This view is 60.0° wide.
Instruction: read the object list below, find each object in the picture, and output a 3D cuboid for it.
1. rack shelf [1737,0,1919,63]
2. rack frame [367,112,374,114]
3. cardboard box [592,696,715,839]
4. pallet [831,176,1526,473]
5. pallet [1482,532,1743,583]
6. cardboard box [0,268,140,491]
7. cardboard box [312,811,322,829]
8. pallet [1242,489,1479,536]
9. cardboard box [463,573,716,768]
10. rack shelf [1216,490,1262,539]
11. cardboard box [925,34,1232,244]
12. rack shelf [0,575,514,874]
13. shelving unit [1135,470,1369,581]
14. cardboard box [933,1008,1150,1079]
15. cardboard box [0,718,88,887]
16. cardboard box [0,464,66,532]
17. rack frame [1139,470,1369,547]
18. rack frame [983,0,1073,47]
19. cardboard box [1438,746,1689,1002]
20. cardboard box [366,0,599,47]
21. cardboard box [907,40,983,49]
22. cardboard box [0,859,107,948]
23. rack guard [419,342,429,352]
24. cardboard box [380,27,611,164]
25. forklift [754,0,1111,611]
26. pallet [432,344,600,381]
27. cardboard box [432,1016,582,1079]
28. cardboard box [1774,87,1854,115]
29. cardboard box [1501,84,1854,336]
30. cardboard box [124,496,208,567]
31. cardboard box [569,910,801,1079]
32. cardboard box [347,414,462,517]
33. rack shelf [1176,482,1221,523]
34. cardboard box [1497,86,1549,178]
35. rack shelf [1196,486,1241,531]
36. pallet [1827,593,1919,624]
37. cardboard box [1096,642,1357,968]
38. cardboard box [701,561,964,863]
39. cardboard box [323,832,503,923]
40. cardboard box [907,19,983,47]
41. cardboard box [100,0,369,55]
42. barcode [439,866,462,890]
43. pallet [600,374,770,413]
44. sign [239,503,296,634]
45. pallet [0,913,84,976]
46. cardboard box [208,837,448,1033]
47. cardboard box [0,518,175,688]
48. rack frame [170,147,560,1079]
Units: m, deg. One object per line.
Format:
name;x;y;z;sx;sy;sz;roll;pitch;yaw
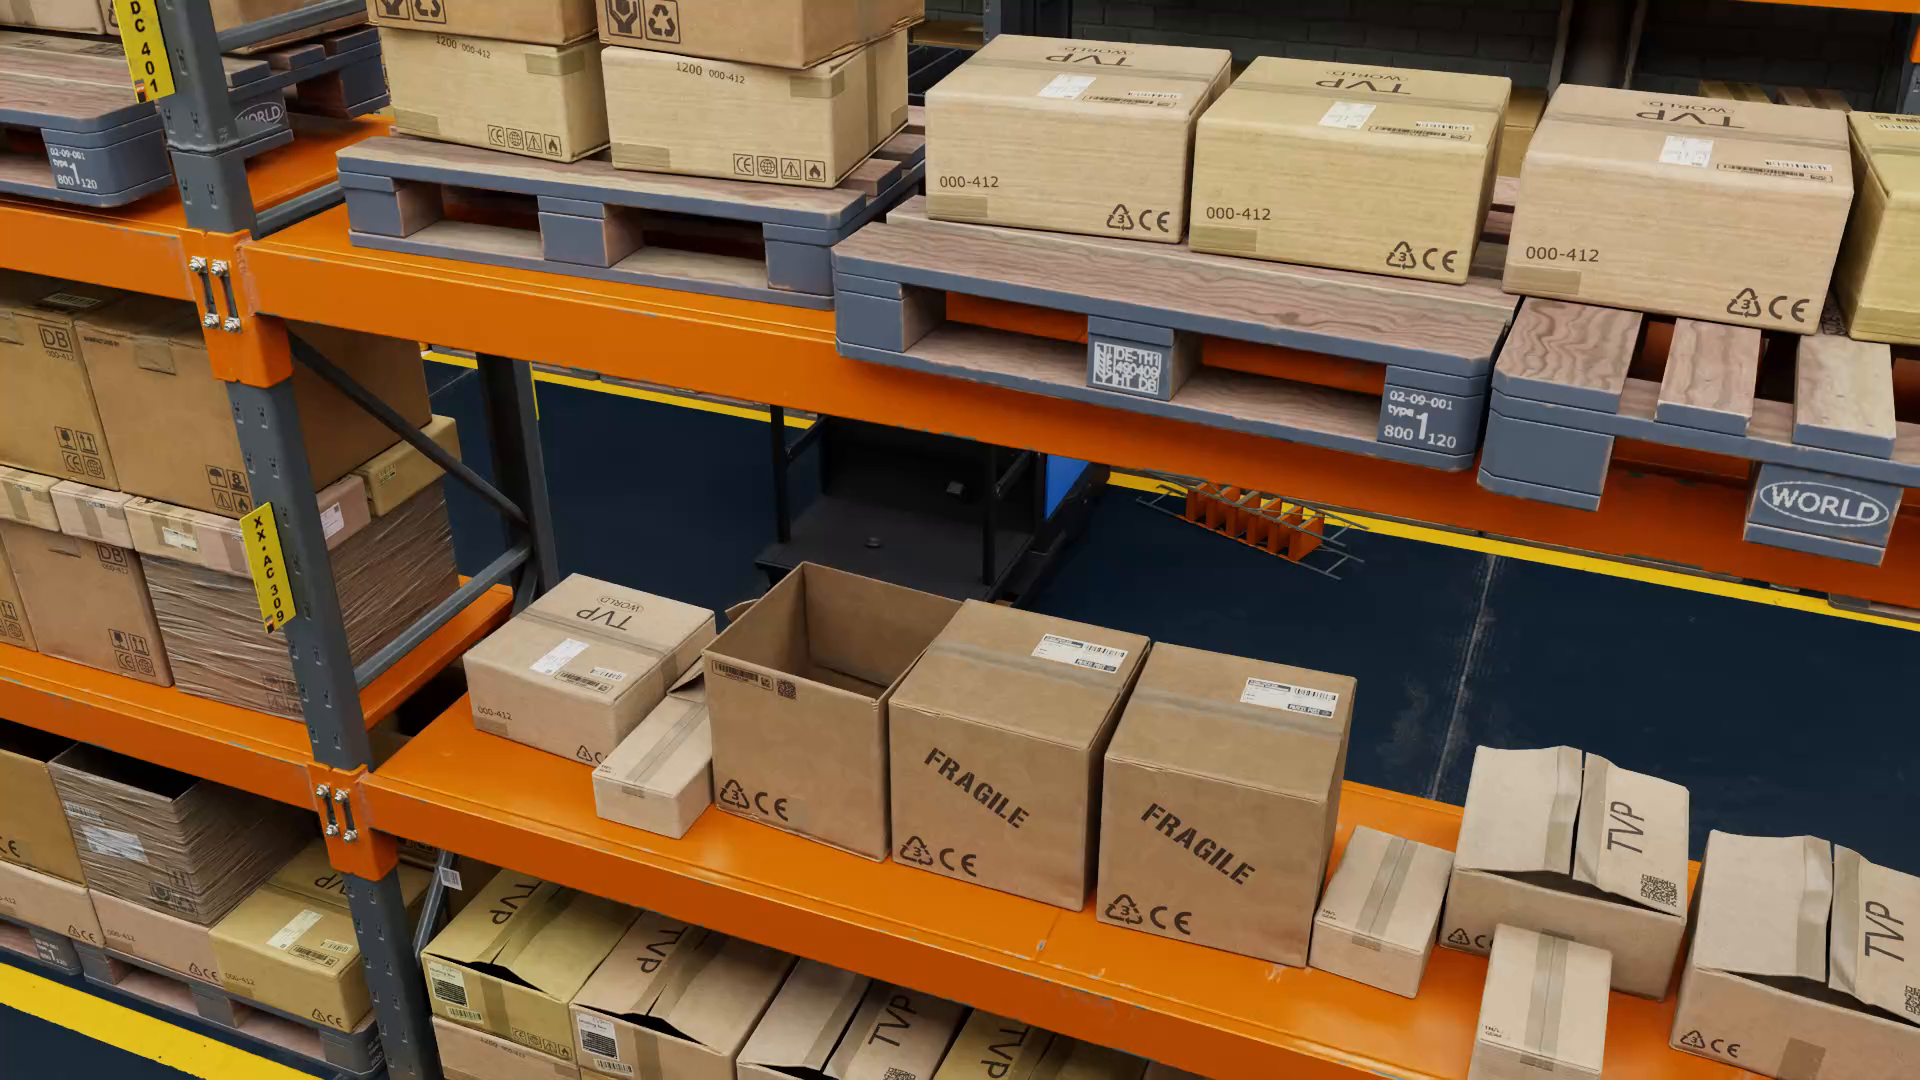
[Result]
rack shelf;2.208;-2.653;7.577;4.000;0.370;1.077;11;31;19
rack frame;-3.352;-2.770;10.102;0.127;3.000;1.000;11;31;19
cardboard box;-0.760;0.596;4.403;0.250;0.149;0.380;11;31;19
pallet;0.503;-0.545;3.309;1.213;0.211;1.003;13;32;21
pallet;3.338;-0.221;8.427;1.213;0.211;1.003;11;31;19
cardboard box;-2.386;-0.551;4.756;0.500;0.500;0.700;11;31;19
cardboard box;-2.282;0.600;5.746;0.500;0.500;0.500;11;31;19
pallet;2.211;-0.448;8.828;1.213;0.211;1.003;11;31;19
cardboard box;-1.032;0.366;4.707;0.500;0.250;0.500;13;32;22
rack shelf;1.399;-0.145;8.307;0.103;0.180;0.258;24;37;35
cardboard box;0.245;-0.812;3.316;0.500;0.250;0.500;9;31;15
rack shelf;-3.357;0.173;5.627;4.000;0.370;1.077;11;31;19
shelving unit;1.432;-0.130;8.281;1.200;0.189;0.258;24;37;35
cardboard box;0.210;1.473;4.393;0.500;0.311;0.500;12;32;20
cardboard box;-2.940;0.742;5.494;0.500;0.500;0.500;11;31;19
cardboard box;-2.552;-0.191;4.779;0.250;0.149;0.380;11;31;19
rack frame;1.433;-0.210;8.236;1.200;0.006;0.240;24;37;35
rack frame;0.355;-2.030;8.793;0.127;3.000;1.000;11;31;19
cardboard box;1.446;0.754;3.957;0.500;0.311;0.500;11;31;19
cardboard box;-0.947;-1.388;3.573;0.500;0.500;0.500;12;32;20
cardboard box;-0.200;-2.246;8.546;0.500;0.500;0.500;11;31;19
cardboard box;-2.945;1.075;5.668;0.500;0.250;0.500;11;31;19
rack guard;-3.281;-1.668;10.693;0.348;0.500;1.175;11;31;19
cardboard box;-0.937;-1.076;3.782;0.500;0.250;0.500;15;33;24
forklift;-0.236;-0.989;7.021;1.130;2.935;3.031;11;31;19
pallet;-2.542;-1.376;10.469;1.213;0.211;1.003;11;31;19
cardboard box;-1.224;1.431;5.037;0.500;0.250;0.500;11;31;18
cardboard box;3.730;-1.858;7.280;0.250;0.149;0.380;7;30;13
cardboard box;1.268;-0.601;2.942;0.500;0.250;0.500;12;32;20
cardboard box;-2.065;-0.096;4.610;0.250;0.149;0.380;11;31;18
cardboard box;-0.753;1.284;4.727;0.500;0.311;0.500;11;31;19
cardboard box;-1.680;-0.235;4.856;0.250;0.149;0.380;11;31;19
rack shelf;1.218;-0.224;8.444;0.103;0.180;0.258;24;37;35
cardboard box;2.459;-1.828;7.887;0.500;0.500;0.700;11;31;19
rack shelf;1.309;-0.185;8.375;0.103;0.180;0.258;24;37;35
pallet;4.764;0.104;7.851;1.213;0.211;1.003;11;31;19
cardboard box;0.641;0.623;3.998;0.500;0.500;0.500;10;31;16
cardboard box;-0.311;0.433;4.334;0.500;0.500;0.500;14;32;23
cardboard box;-1.820;1.020;5.765;0.500;0.250;0.500;11;31;19
cardboard box;-0.002;-2.482;8.963;0.500;0.500;0.500;11;31;18
cardboard box;-1.872;-1.577;4.273;0.500;0.500;0.500;14;32;23
barcode;-1.424;0.945;4.647;0.075;0.075;0.001;11;31;19
pallet;-1.415;-1.149;10.069;1.213;0.211;1.003;11;31;19
sign;-1.711;0.071;4.115;0.005;0.325;0.100;11;31;19
pallet;-3.360;1.052;6.174;1.213;0.211;1.003;11;31;19
cardboard box;-2.016;1.257;5.345;0.500;0.250;0.500;11;31;19
cardboard box;-2.409;0.012;5.079;0.500;0.500;0.700;11;31;19
rack frame;-1.504;0.229;4.796;0.127;3.000;1.000;11;31;19
